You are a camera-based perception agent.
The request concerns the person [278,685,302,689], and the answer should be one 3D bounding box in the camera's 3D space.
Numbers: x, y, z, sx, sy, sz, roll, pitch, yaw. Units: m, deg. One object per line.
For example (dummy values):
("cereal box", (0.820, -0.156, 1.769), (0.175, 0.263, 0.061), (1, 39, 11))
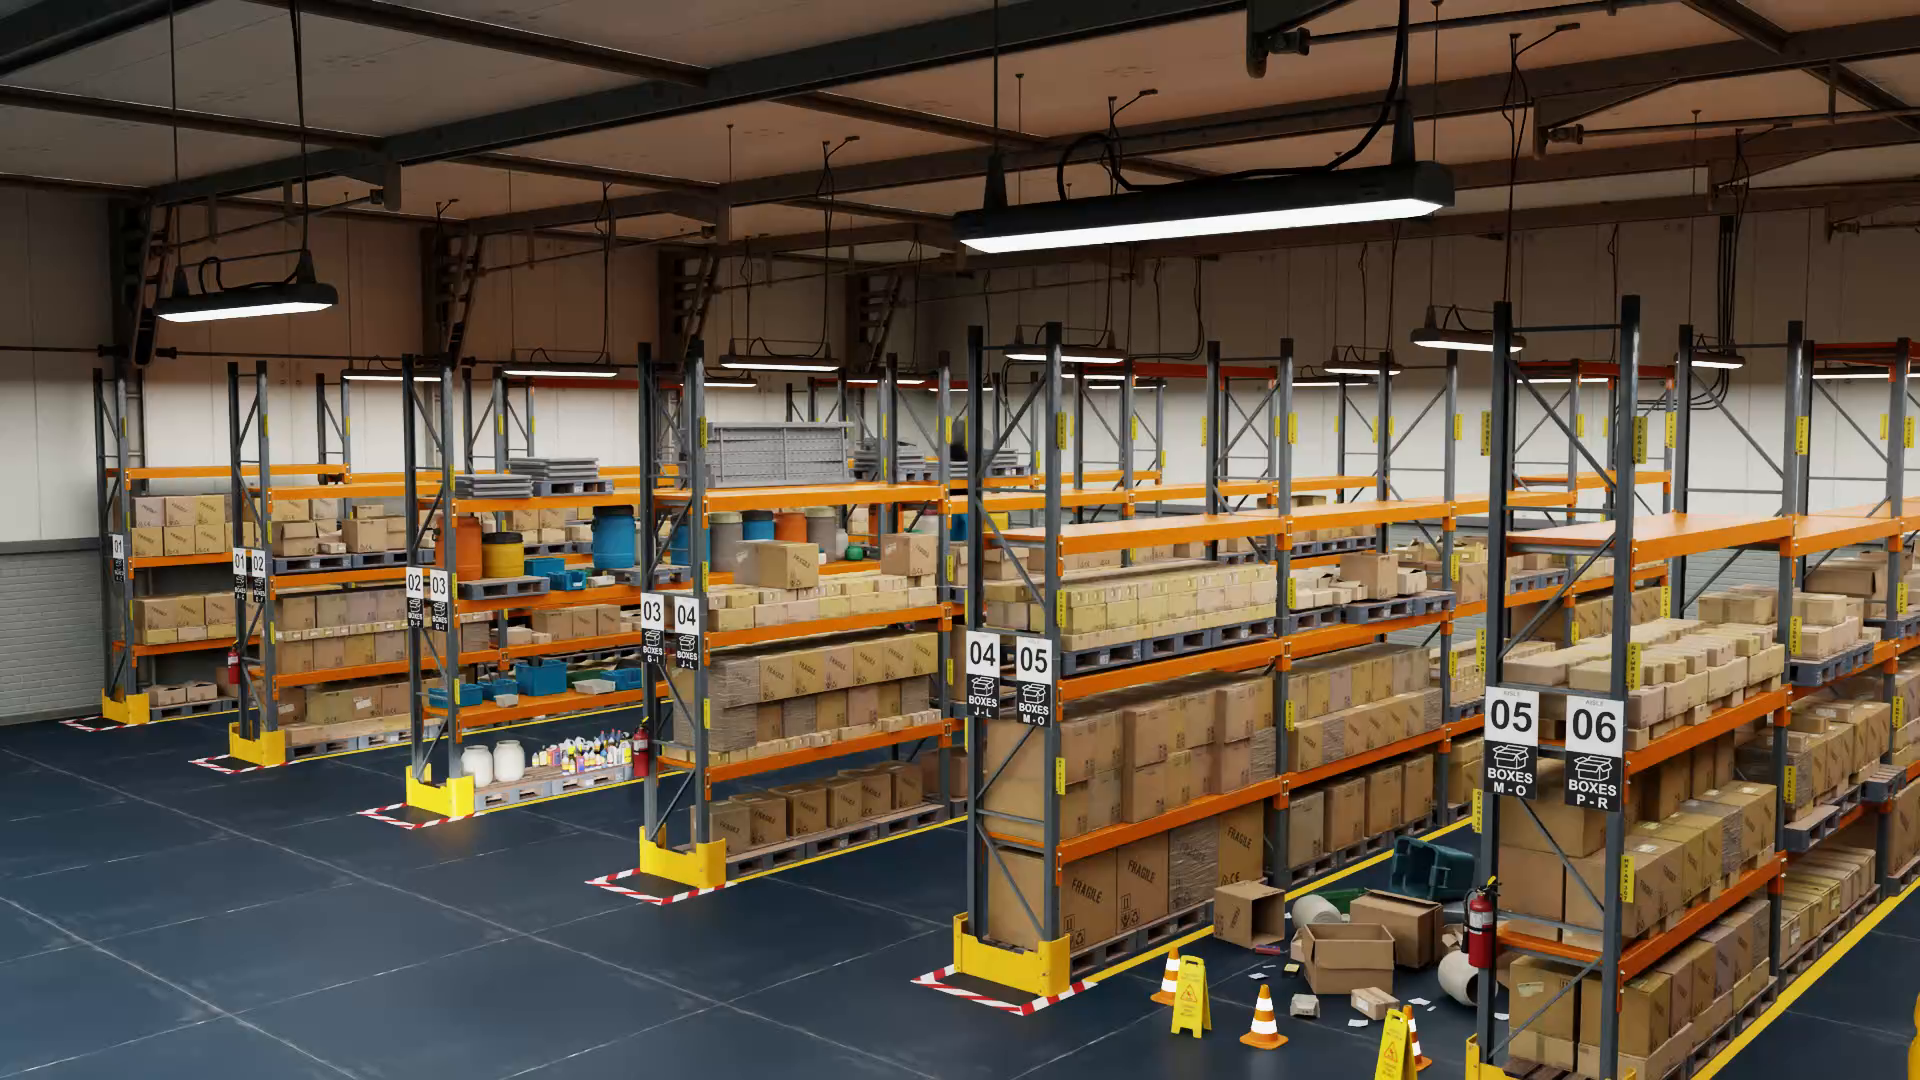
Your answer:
("person", (-10.963, 2.383, 27.069), (0.537, 1.578, 0.881), (3, 5, 33))
